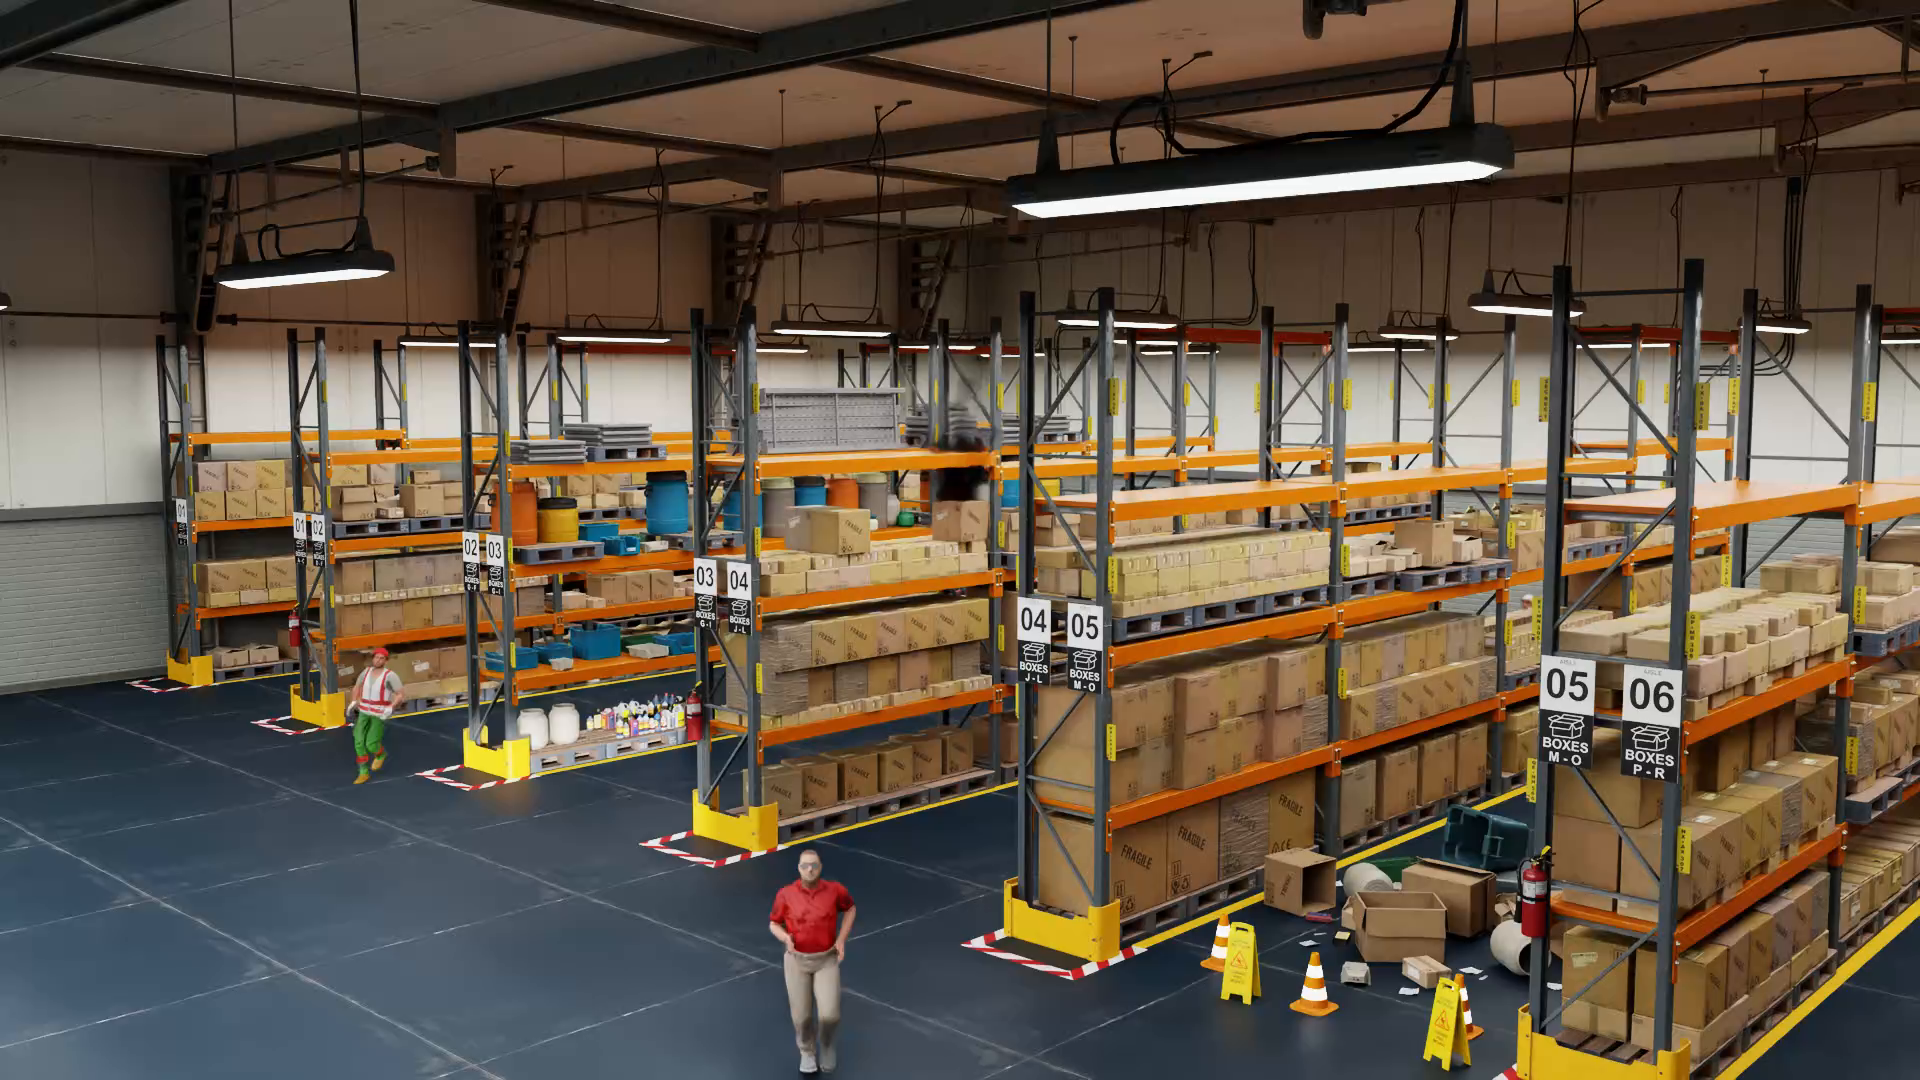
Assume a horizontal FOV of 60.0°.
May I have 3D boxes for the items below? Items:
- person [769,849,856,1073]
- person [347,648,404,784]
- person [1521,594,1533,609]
[{"bbox_3d":[-1.090,3.165,12.337,0.648,1.708,0.621,0,5,-4],"label":"person"},{"bbox_3d":[-7.635,2.275,21.687,0.718,1.745,0.639,1,5,10],"label":"person"},{"bbox_3d":[9.097,1.767,26.755,0.679,1.798,0.662,-4,7,-35],"label":"person"}]
